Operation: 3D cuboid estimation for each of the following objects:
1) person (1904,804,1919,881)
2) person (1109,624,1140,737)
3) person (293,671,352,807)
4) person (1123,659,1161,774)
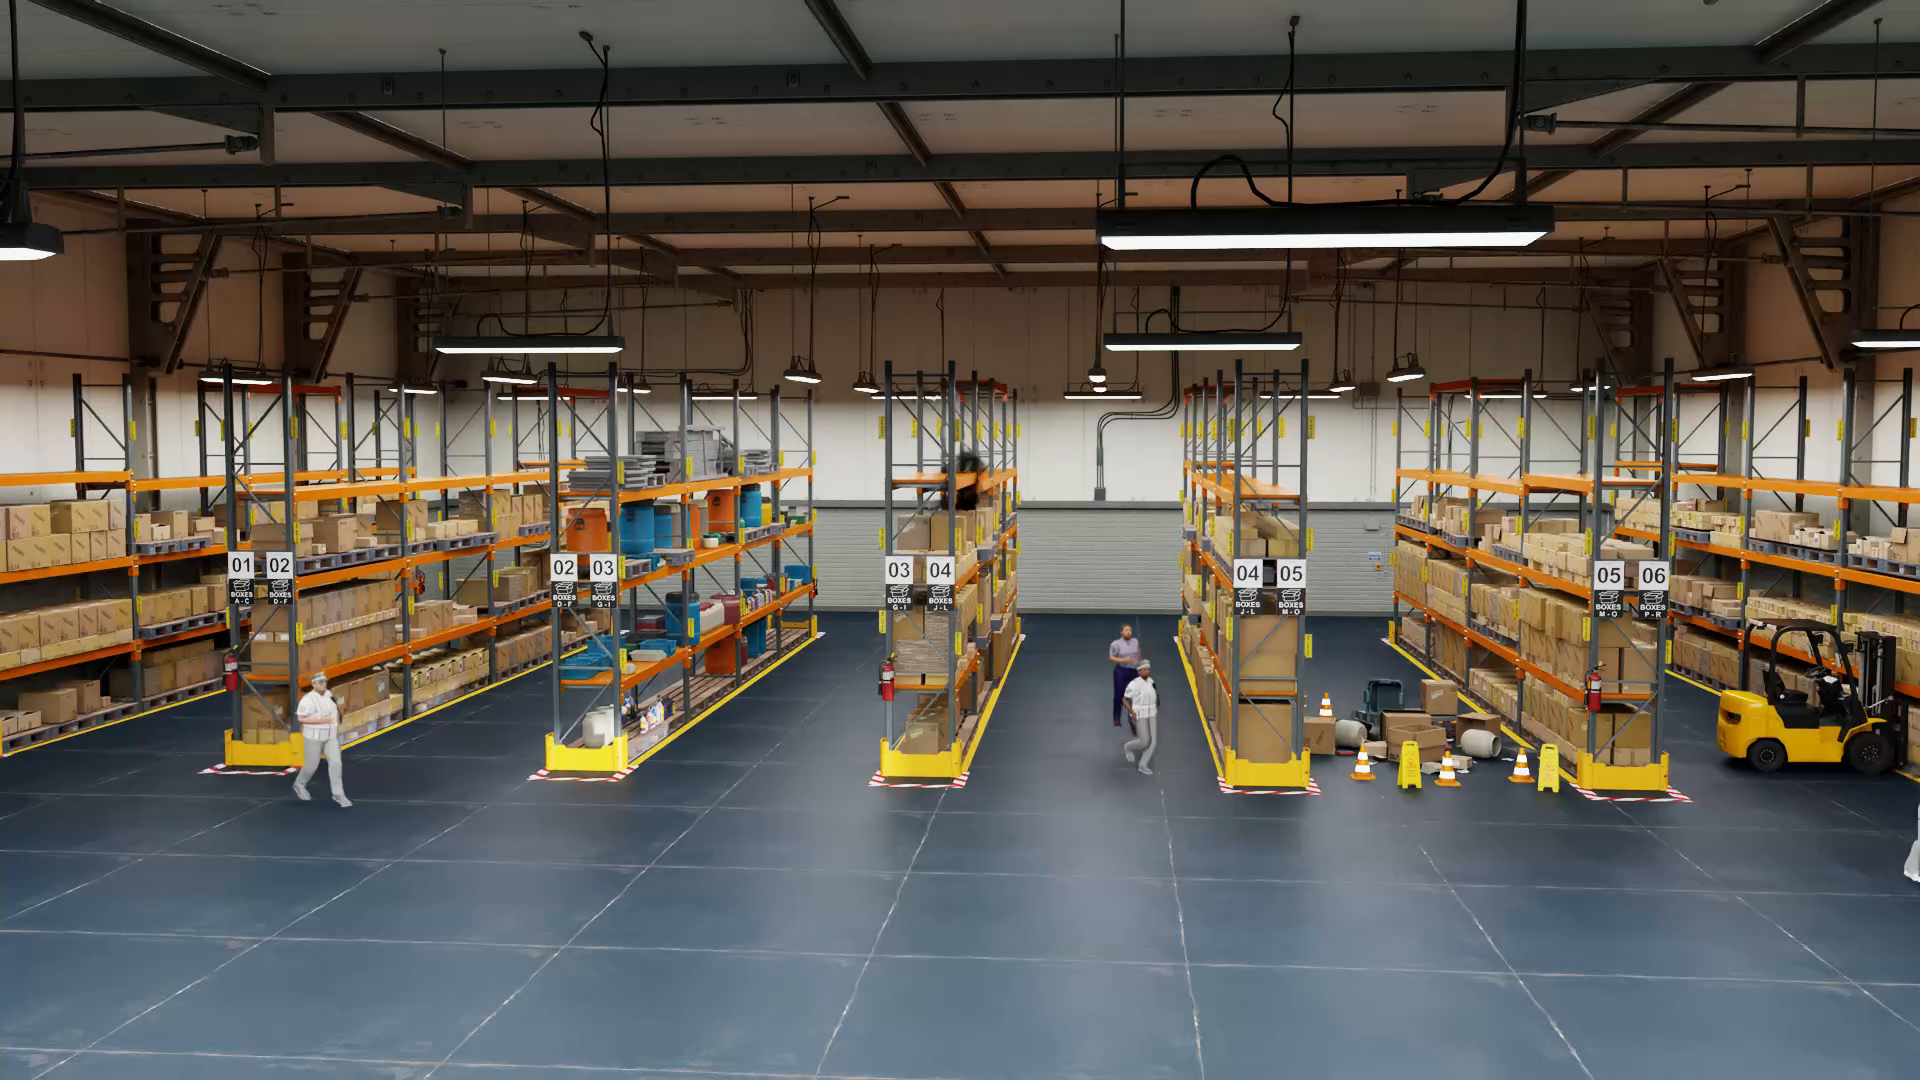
[{"bbox_3d":[10.647,2.980,18.097,0.527,1.680,0.783,-1,4,-14],"label":"person"},{"bbox_3d":[2.629,2.209,26.289,0.597,1.782,0.715,-1,4,-13],"label":"person"},{"bbox_3d":[-8.553,2.640,22.179,0.949,1.805,0.659,2,4,33],"label":"person"},{"bbox_3d":[2.656,2.552,24.123,0.581,1.660,0.562,-2,4,-30],"label":"person"}]
